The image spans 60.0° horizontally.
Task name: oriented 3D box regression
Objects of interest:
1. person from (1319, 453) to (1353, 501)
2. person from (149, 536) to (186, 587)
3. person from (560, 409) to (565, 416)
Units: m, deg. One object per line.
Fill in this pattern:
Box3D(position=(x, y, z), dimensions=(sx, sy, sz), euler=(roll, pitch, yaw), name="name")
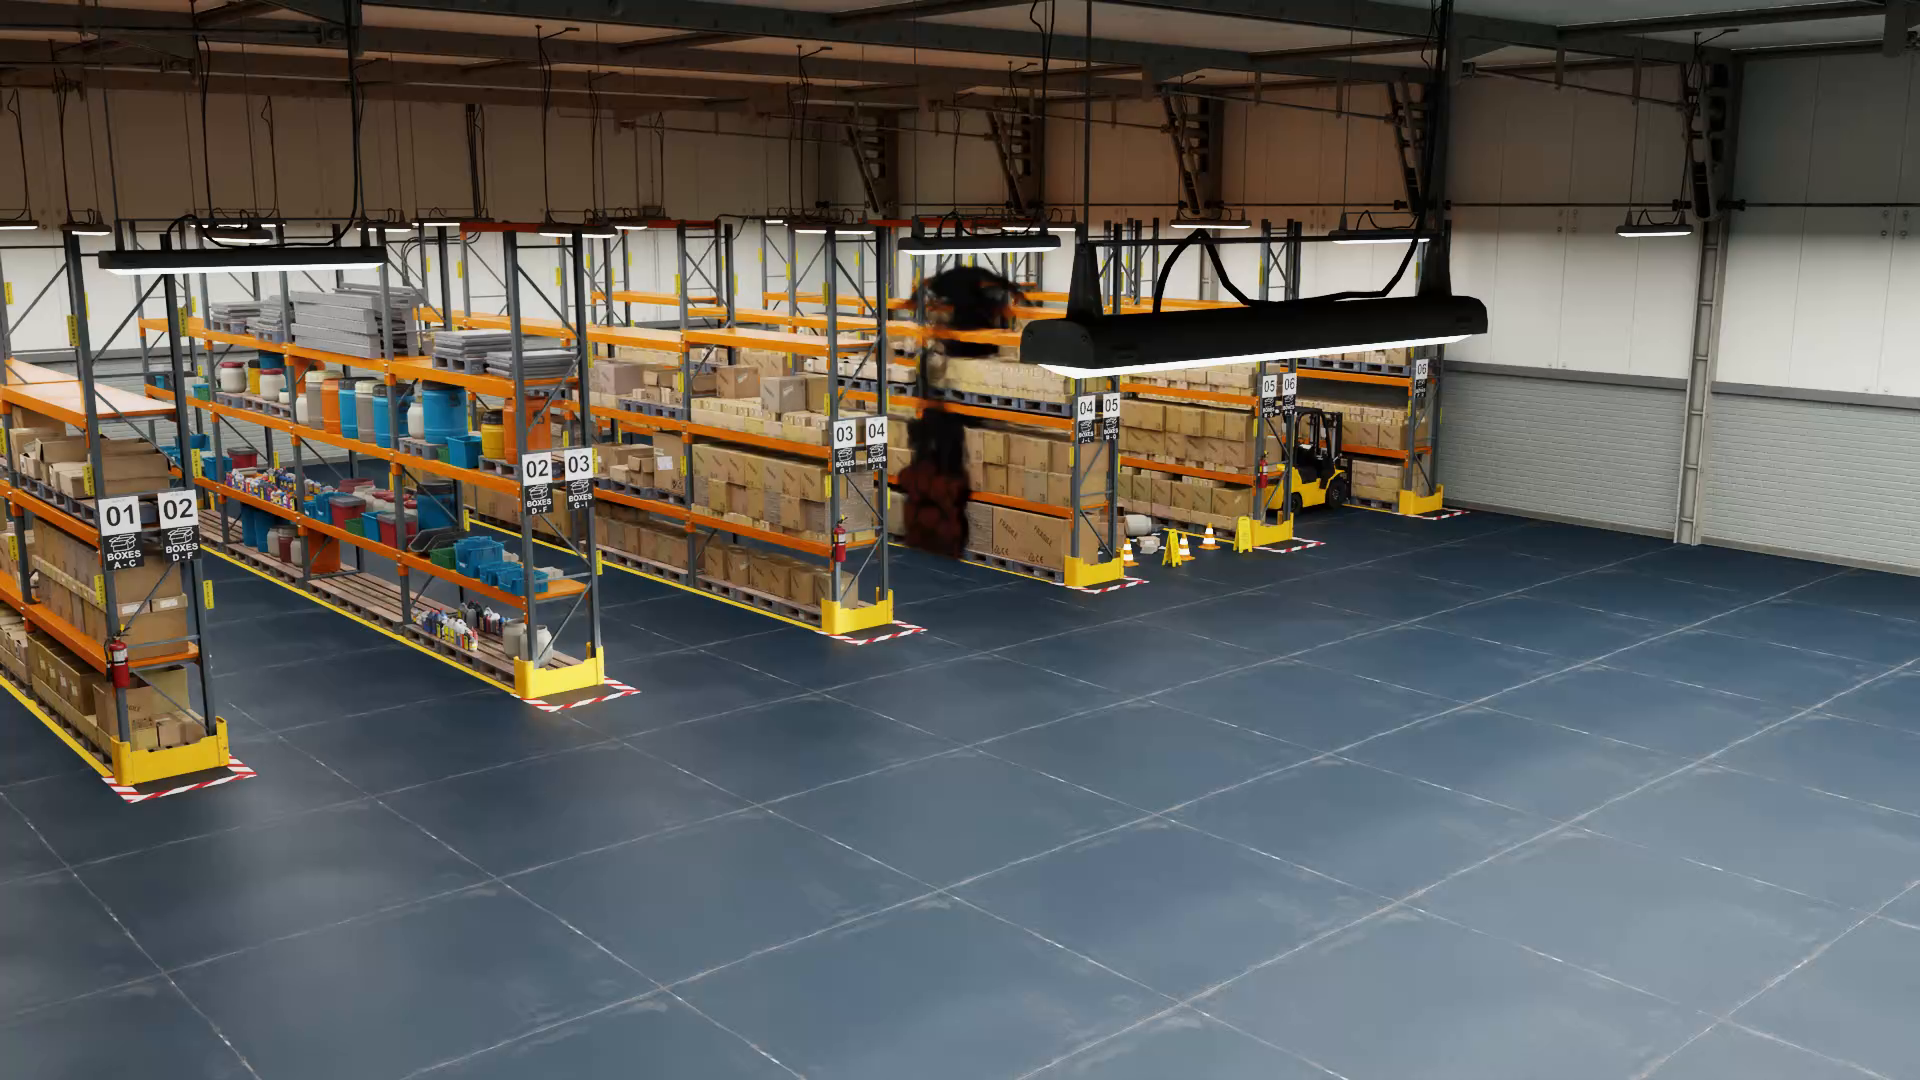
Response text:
Box3D(position=(2.467, -1.513, 34.136), dimensions=(7.905, 1.969, 11.873), euler=(9, 15, 38), name="person")
Box3D(position=(-11.934, 0.482, 25.118), dimensions=(0.769, 1.772, 0.636), euler=(10, 15, 41), name="person")
Box3D(position=(-9.498, -2.348, 39.689), dimensions=(0.530, 1.452, 0.622), euler=(-1, 11, -6), name="person")
